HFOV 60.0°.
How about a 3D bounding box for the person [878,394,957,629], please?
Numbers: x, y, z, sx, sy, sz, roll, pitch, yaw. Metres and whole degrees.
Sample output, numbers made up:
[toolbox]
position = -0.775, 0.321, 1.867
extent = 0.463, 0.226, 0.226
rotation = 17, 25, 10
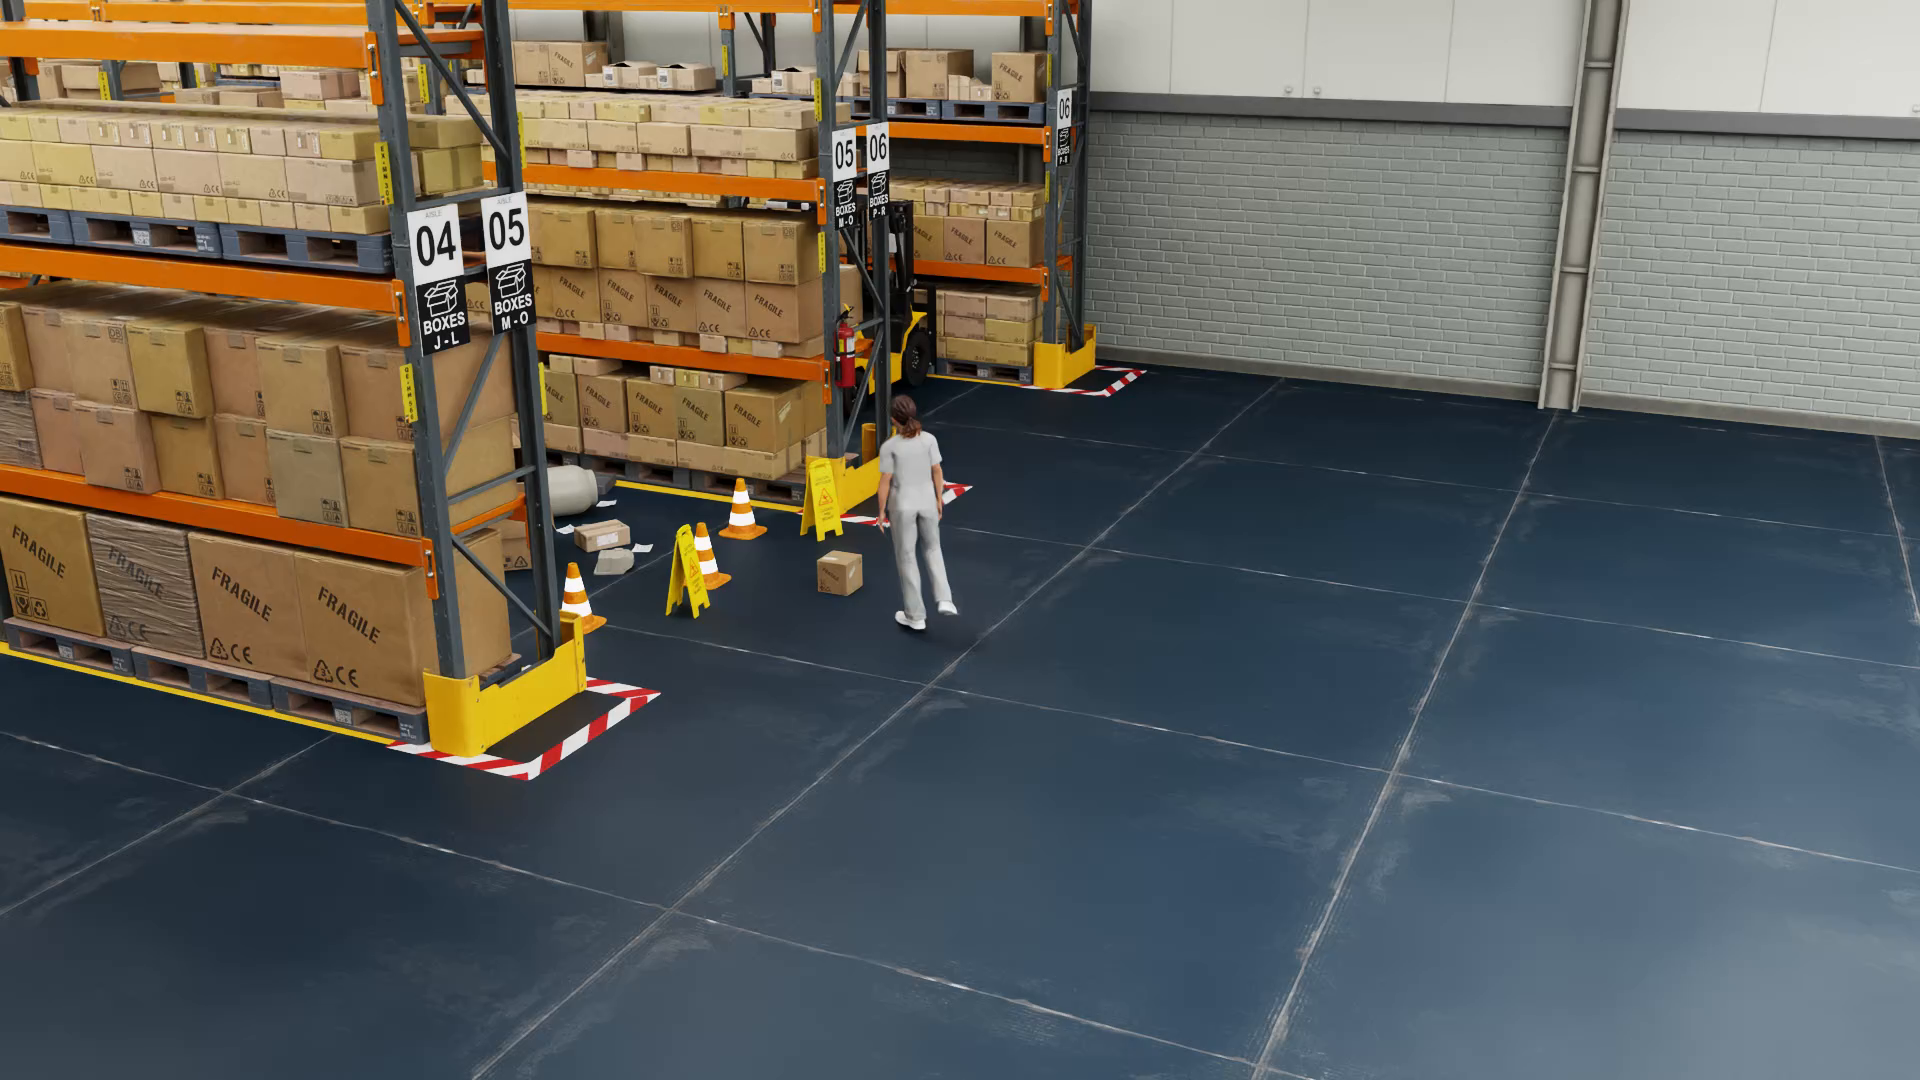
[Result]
[person]
position = -0.292, -0.193, 11.578
extent = 0.555, 1.667, 0.428
rotation = -7, 20, -21
